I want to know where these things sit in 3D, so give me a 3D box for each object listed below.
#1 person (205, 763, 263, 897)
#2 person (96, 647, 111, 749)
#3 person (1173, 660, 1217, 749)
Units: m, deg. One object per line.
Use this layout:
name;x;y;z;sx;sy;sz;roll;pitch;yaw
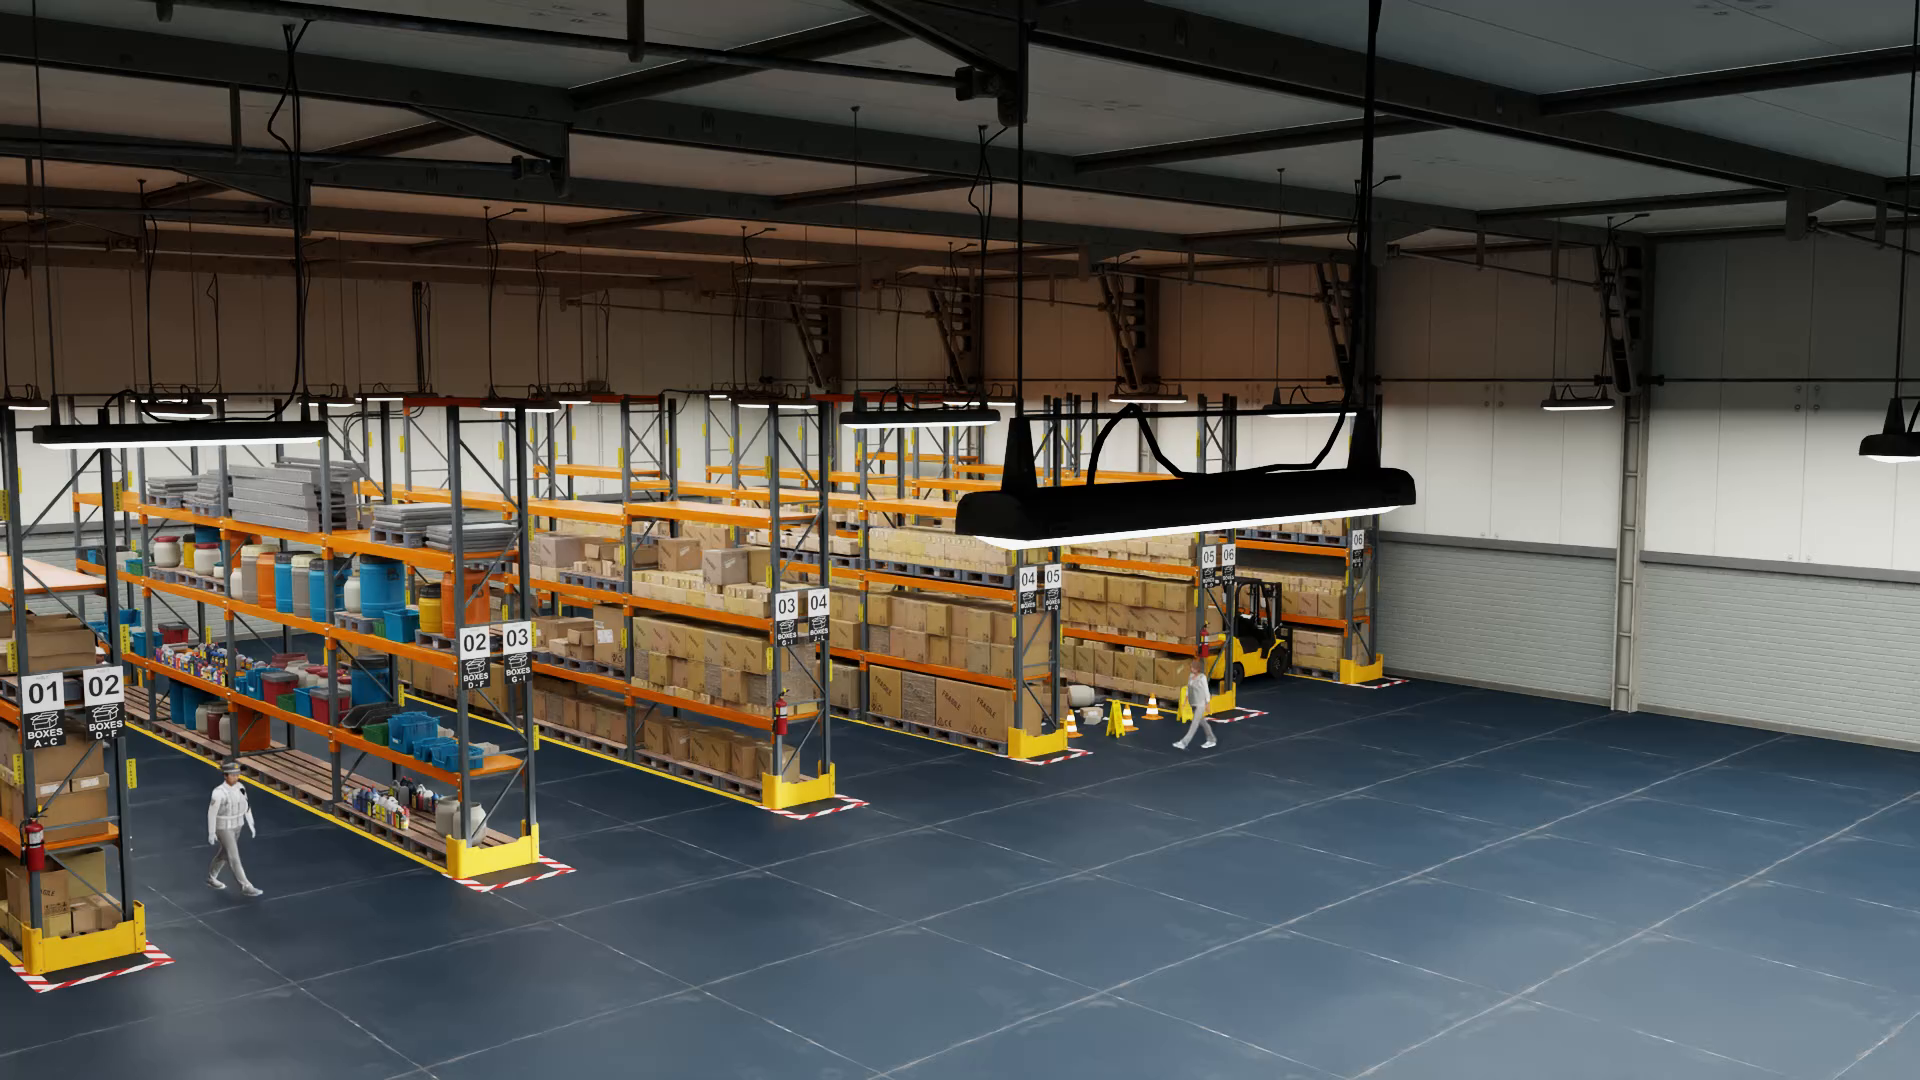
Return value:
person;-8.902;3.530;20.393;1.019;1.613;0.484;2;6;16
person;-14.840;2.693;28.696;1.081;1.710;0.684;5;8;44
person;3.973;2.811;28.311;0.982;1.543;0.434;-2;6;-22
